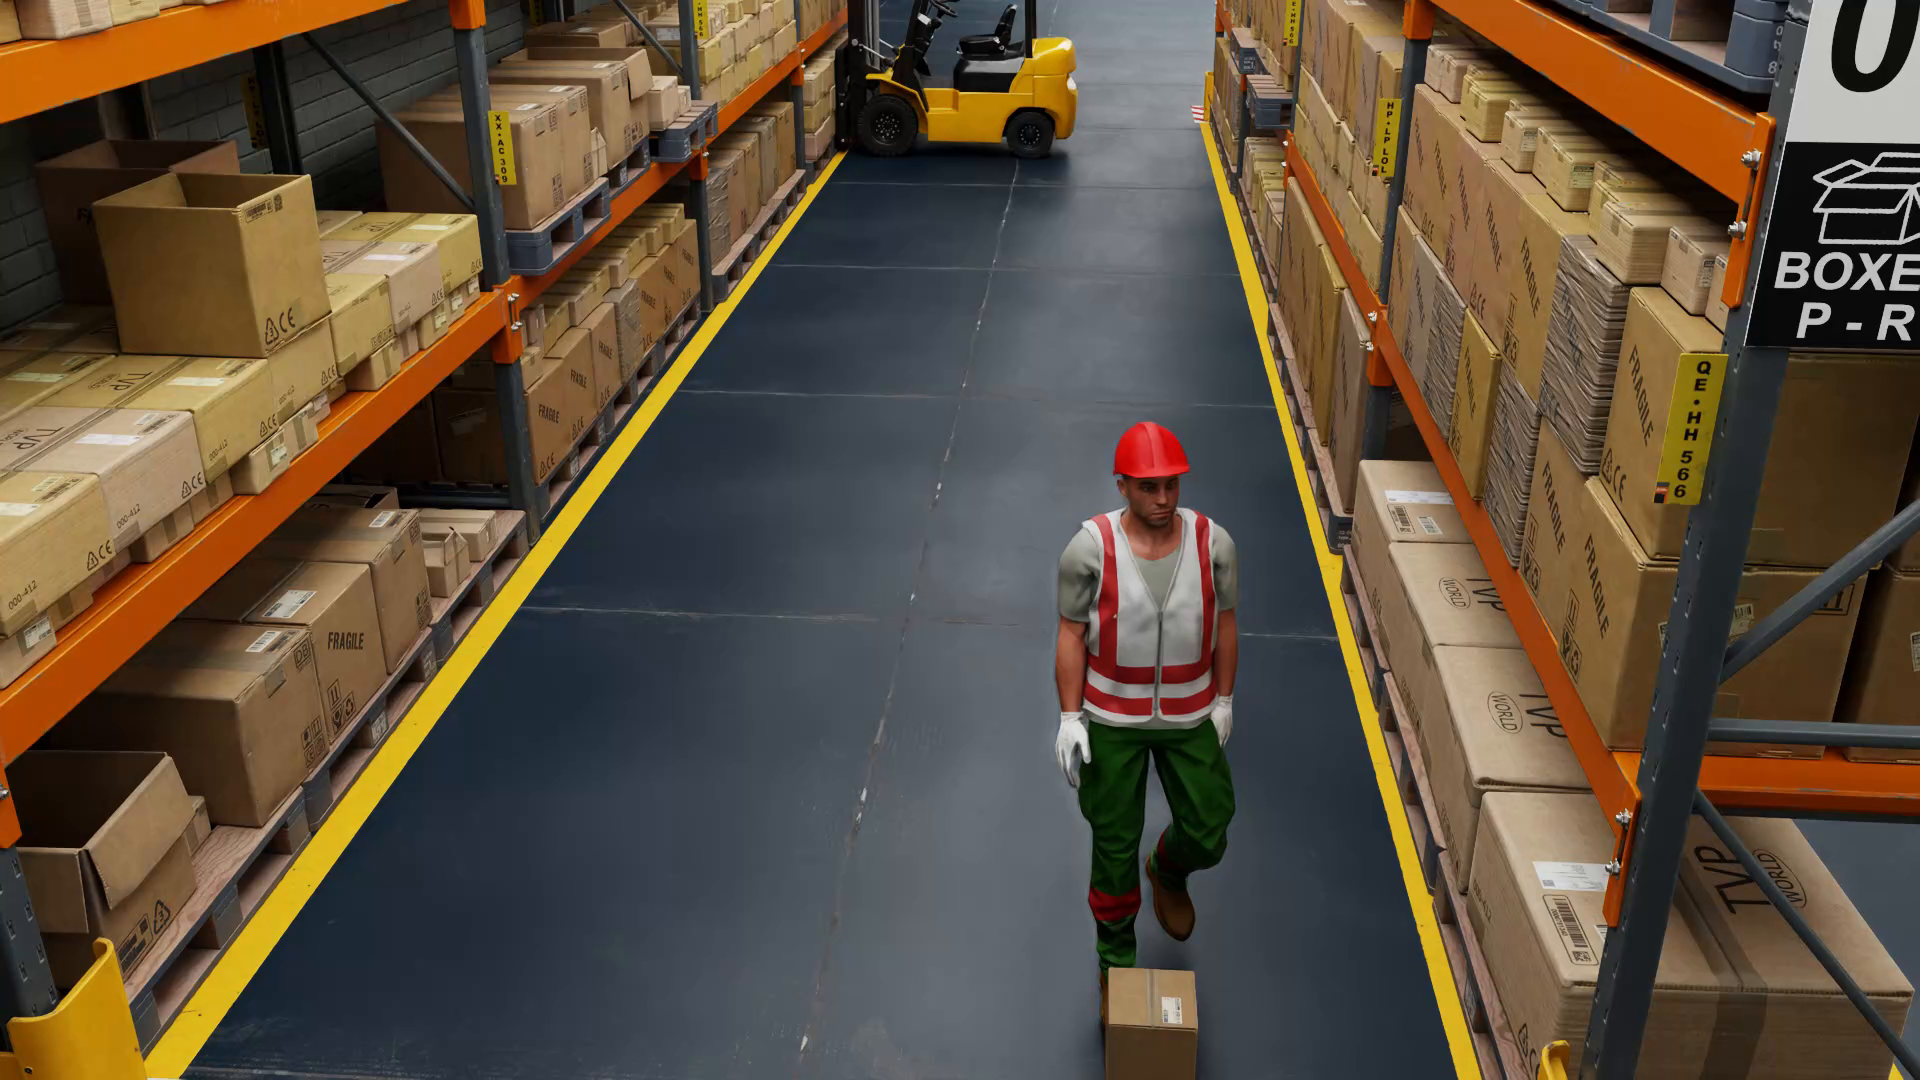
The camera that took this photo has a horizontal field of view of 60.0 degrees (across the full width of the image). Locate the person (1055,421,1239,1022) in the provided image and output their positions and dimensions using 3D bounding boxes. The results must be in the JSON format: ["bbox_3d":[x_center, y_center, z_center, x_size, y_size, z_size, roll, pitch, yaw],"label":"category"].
[{"bbox_3d":[0.549,0.532,4.855,0.558,1.783,0.640,-2,24,-4],"label":"person"}]
